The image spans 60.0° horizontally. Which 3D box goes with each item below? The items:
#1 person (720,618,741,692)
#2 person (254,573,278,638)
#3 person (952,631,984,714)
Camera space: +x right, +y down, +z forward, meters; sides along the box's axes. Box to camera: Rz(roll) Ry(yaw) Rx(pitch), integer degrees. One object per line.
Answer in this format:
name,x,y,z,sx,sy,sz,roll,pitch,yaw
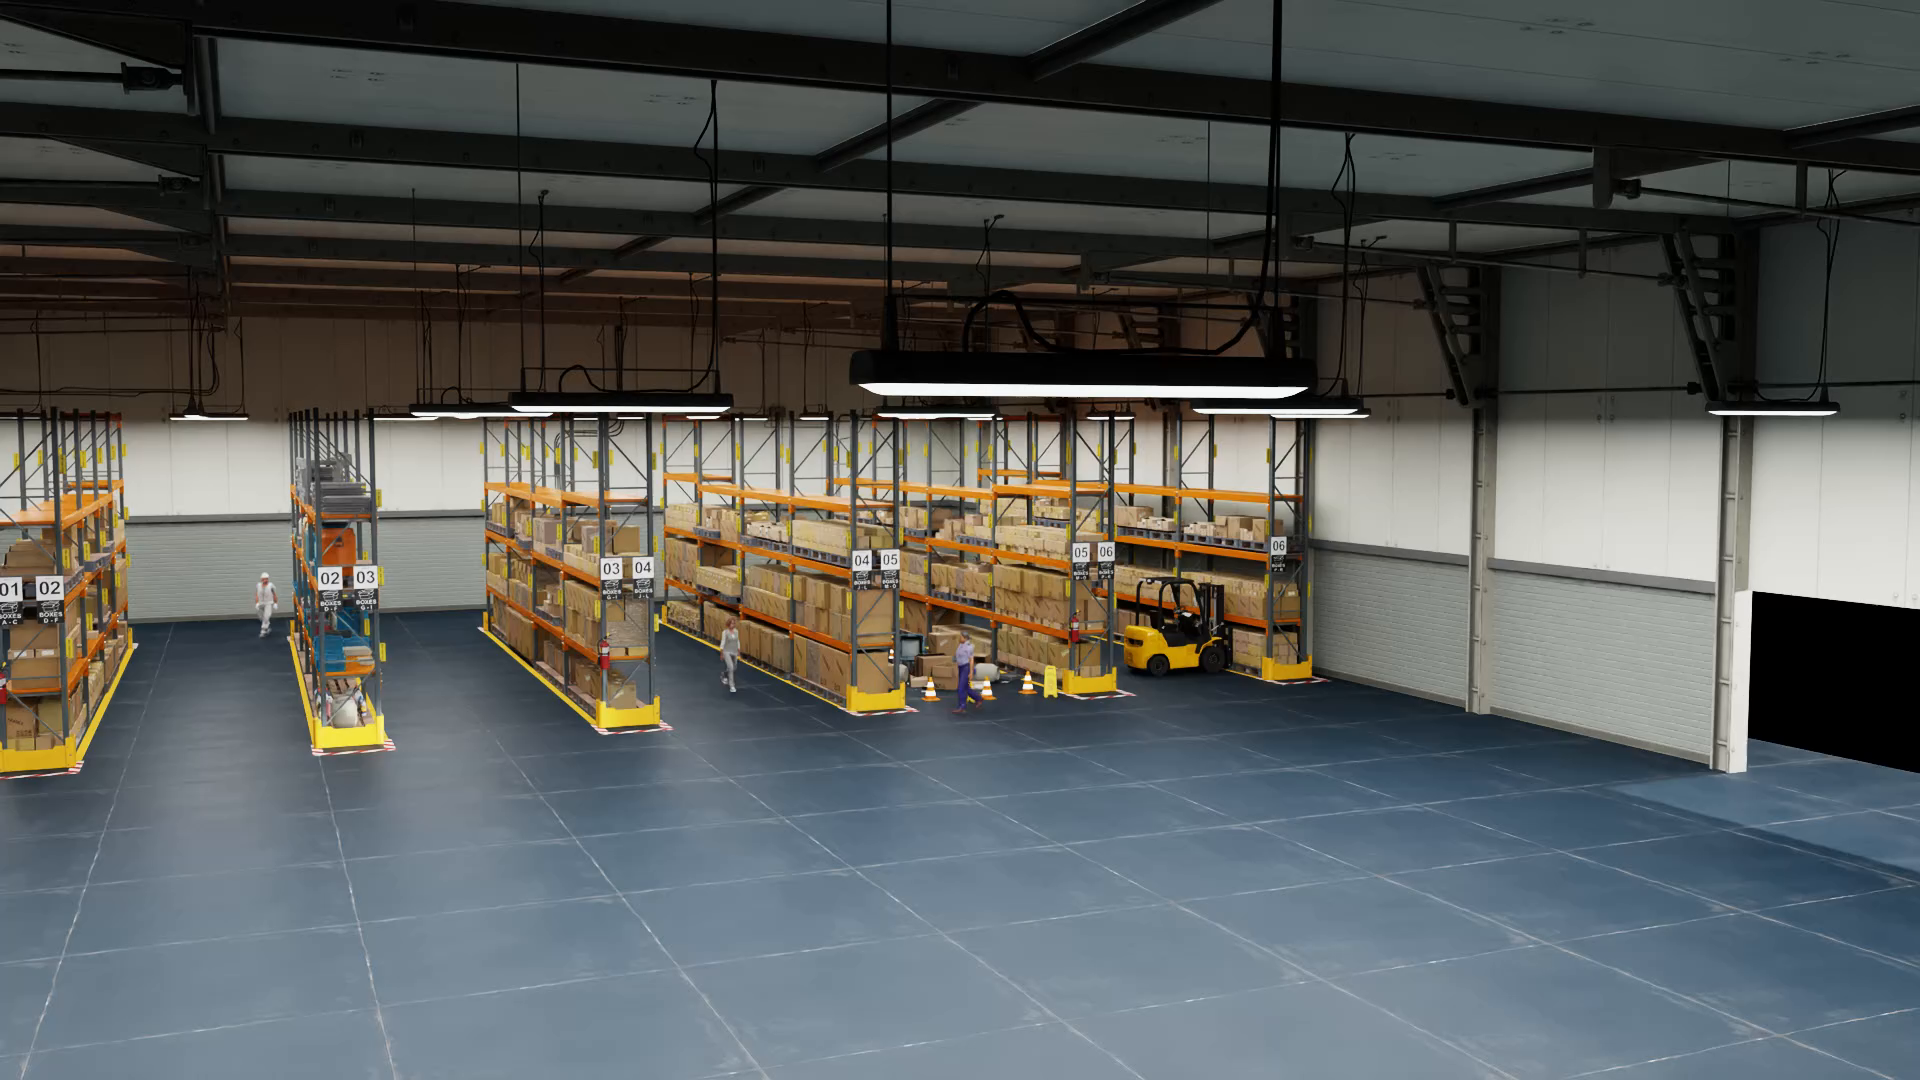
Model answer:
person,-4.952,2.441,35.742,0.430,1.546,0.912,-4,5,-42
person,-18.639,1.738,44.577,0.526,1.716,1.091,0,4,-5
person,0.160,2.599,32.978,0.757,1.622,0.544,-1,4,-18
